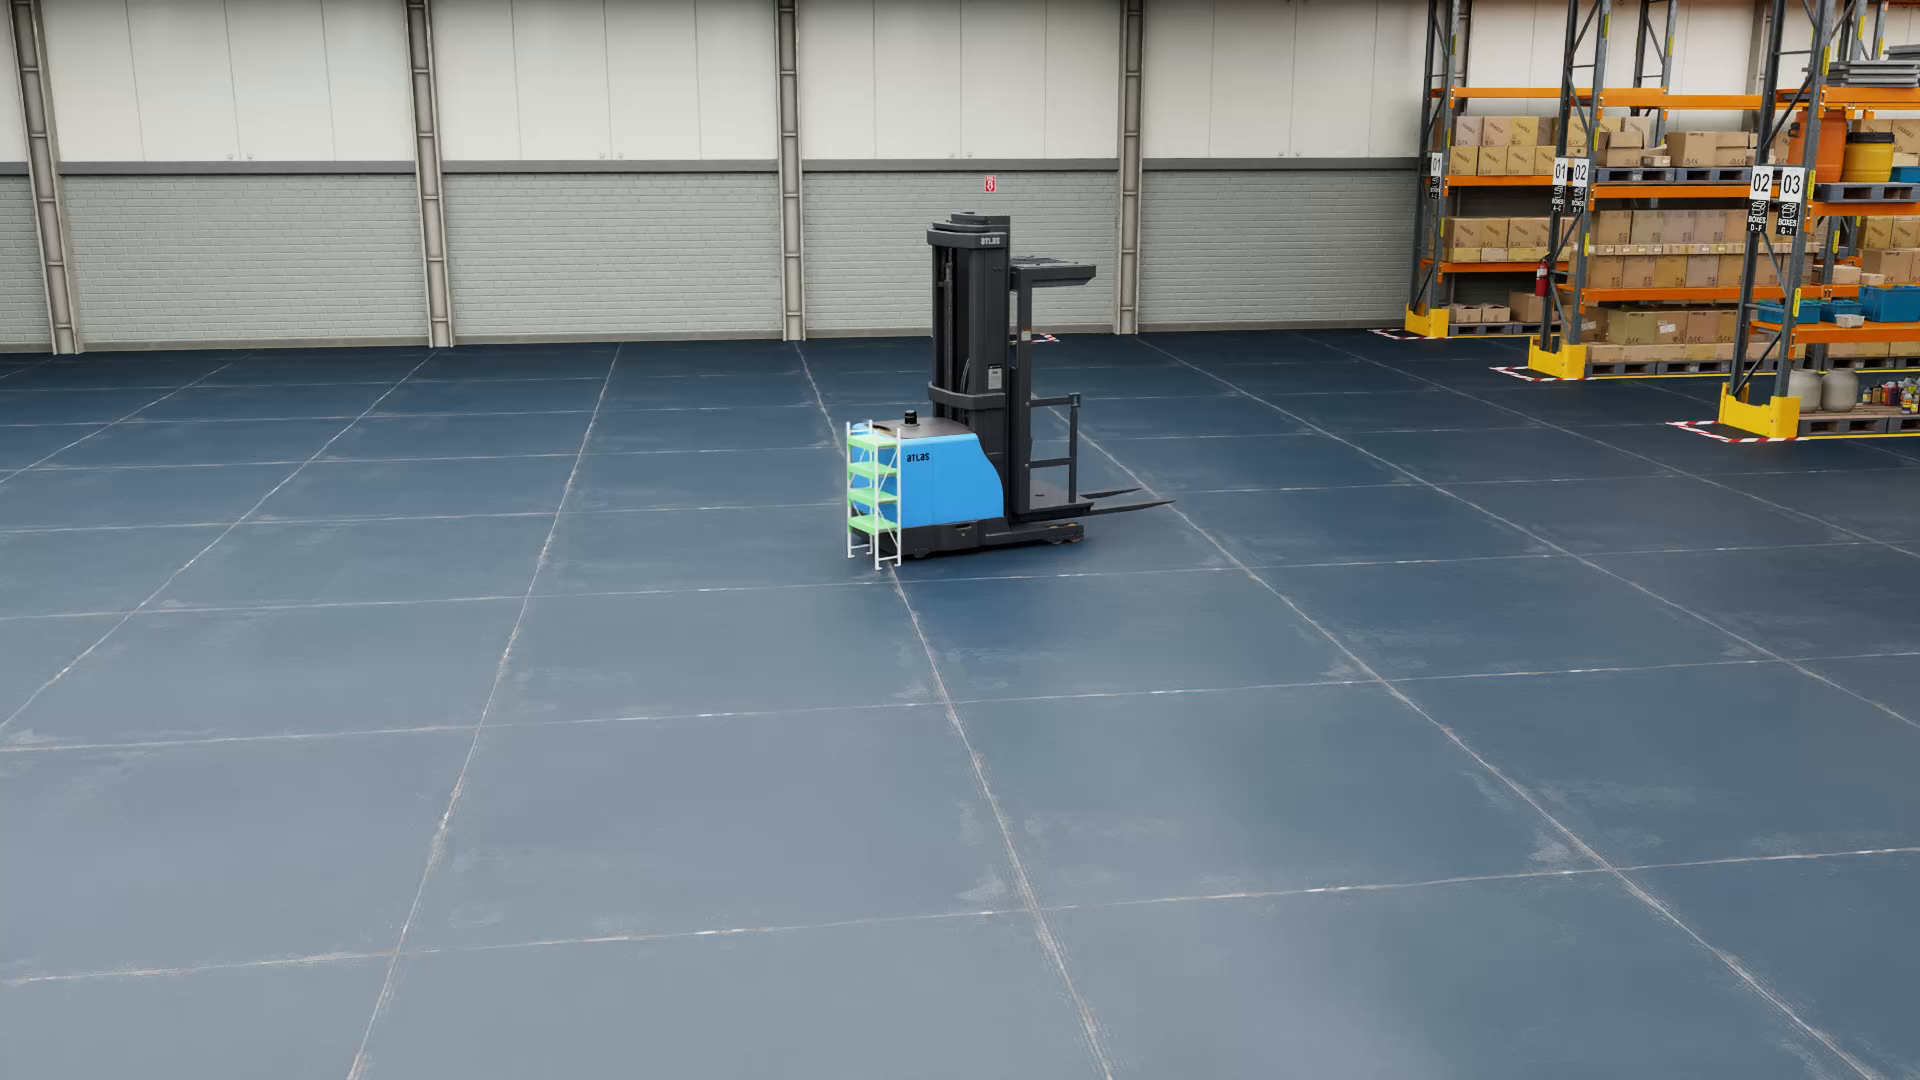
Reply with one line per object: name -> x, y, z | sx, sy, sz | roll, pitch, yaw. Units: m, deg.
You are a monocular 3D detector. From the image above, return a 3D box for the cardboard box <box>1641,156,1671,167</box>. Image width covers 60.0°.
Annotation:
cardboard box -> 10.306, -5.613, 24.637 | 0.250, 0.149, 0.380 | -2, 14, -8

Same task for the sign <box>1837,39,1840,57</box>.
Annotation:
sign -> 16.199, -9.063, 30.615 | 0.005, 0.325, 0.100 | -2, 14, -8

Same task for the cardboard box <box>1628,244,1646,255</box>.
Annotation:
cardboard box -> 10.044, -4.353, 24.873 | 0.250, 0.149, 0.380 | -2, 14, -8

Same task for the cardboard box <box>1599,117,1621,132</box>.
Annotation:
cardboard box -> 11.332, -7.237, 29.444 | 0.500, 0.500, 0.500 | -1, 14, -5

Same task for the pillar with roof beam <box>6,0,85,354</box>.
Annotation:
pillar with roof beam -> -14.153, -6.438, 22.393 | 0.400, 9.000, 9.100 | -2, 14, -8

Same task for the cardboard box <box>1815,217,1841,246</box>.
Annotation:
cardboard box -> 15.822, -5.732, 30.802 | 0.500, 0.500, 0.700 | -4, 15, -15

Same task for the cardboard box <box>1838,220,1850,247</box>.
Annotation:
cardboard box -> 16.713, -5.773, 31.216 | 0.500, 0.500, 0.500 | -2, 14, -8

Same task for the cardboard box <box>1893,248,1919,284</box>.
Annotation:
cardboard box -> 14.850, -4.263, 25.848 | 0.500, 0.500, 0.500 | -2, 14, -8

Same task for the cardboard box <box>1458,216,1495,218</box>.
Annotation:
cardboard box -> 9.308, -5.585, 30.049 | 0.500, 0.500, 0.500 | -2, 14, -8

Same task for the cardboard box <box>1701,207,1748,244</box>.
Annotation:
cardboard box -> 11.639, -4.777, 25.231 | 0.500, 0.500, 0.700 | -2, 14, -8

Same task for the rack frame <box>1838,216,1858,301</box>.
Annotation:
rack frame -> 16.285, -5.490, 30.945 | 0.127, 3.000, 1.000 | -2, 14, -8

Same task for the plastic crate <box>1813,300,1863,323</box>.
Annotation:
plastic crate -> 10.944, -2.857, 20.753 | 0.408, 0.251, 0.499 | -2, 14, -8

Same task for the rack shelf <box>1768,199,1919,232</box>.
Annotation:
rack shelf -> 11.828, -3.995, 20.299 | 4.000, 0.370, 1.077 | -2, 14, -8

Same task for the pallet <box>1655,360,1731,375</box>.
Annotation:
pallet -> 11.070, -2.737, 25.702 | 1.213, 0.211, 1.003 | -2, 14, -8

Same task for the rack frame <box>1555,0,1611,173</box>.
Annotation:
rack frame -> 9.116, -6.918, 24.309 | 0.127, 3.000, 1.000 | -2, 14, -8

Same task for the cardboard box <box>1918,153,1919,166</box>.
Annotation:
cardboard box -> 14.971, -5.794, 25.437 | 0.500, 0.250, 0.500 | -3, 14, -13

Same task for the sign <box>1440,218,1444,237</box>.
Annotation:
sign -> 8.456, -5.489, 29.164 | 0.005, 0.325, 0.100 | -2, 14, -8

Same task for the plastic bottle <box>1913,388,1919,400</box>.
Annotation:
plastic bottle -> 12.216, -1.832, 21.208 | 0.097, 0.201, 0.097 | 0, 14, 0

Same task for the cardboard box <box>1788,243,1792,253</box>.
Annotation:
cardboard box -> 12.590, -4.447, 25.247 | 0.250, 0.149, 0.380 | -2, 14, -9

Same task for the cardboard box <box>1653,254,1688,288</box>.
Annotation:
cardboard box -> 10.590, -4.108, 25.228 | 0.500, 0.500, 0.700 | -2, 14, -8

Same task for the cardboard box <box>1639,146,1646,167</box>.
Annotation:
cardboard box -> 11.865, -6.780, 29.678 | 0.500, 0.500, 0.500 | -2, 14, -7

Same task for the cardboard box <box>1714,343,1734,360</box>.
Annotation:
cardboard box -> 11.658, -2.917, 25.474 | 0.500, 0.250, 0.500 | -2, 14, -8

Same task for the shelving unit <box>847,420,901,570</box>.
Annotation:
shelving unit -> -0.744, -0.395, 14.327 | 0.258, 1.200, 0.503 | -8, 16, -31

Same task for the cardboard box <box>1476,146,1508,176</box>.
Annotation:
cardboard box -> 9.279, -6.676, 29.262 | 0.500, 0.500, 0.500 | -1, 14, -5

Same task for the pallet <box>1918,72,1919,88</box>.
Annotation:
pallet -> 11.786, -5.504, 19.882 | 1.213, 0.211, 1.003 | -2, 14, -8

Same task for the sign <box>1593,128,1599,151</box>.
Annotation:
sign -> 9.193, -5.792, 24.025 | 0.005, 0.325, 0.100 | -2, 14, -8

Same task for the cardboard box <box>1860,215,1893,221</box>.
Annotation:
cardboard box -> 16.801, -6.011, 30.626 | 0.500, 0.250, 0.500 | -2, 14, -7

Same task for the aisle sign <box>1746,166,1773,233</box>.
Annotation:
aisle sign -> 9.735, -4.147, 20.246 | 0.004, 0.787, 0.394 | -2, 14, -8

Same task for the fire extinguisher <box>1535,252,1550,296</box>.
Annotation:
fire extinguisher -> 8.930, -4.078, 25.477 | 0.183, 0.674, 0.296 | -2, 14, -8

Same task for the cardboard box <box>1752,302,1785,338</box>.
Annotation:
cardboard box -> 12.566, -3.446, 26.042 | 0.500, 0.500, 0.500 | -2, 14, -8

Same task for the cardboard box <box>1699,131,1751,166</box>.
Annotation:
cardboard box -> 11.424, -5.901, 25.054 | 0.637, 0.503, 0.797 | -1, 14, -2

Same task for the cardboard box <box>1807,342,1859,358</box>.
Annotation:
cardboard box -> 13.507, -2.978, 25.721 | 0.500, 0.250, 0.500 | -2, 14, -10

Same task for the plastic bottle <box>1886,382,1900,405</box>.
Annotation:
plastic bottle -> 11.871, -1.862, 21.158 | 0.133, 0.283, 0.061 | -2, 14, -8

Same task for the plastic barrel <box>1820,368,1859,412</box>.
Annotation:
plastic barrel -> 10.986, -1.874, 20.780 | 0.421, 0.512, 0.421 | 0, 14, 0

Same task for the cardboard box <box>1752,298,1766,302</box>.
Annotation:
cardboard box -> 14.567, -4.437, 30.980 | 0.500, 0.500, 0.700 | -2, 14, -9

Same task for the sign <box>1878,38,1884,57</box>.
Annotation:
sign -> 16.376, -8.761, 29.573 | 0.005, 0.325, 0.100 | -2, 14, -8

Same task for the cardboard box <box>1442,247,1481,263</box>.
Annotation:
cardboard box -> 8.904, -5.078, 29.571 | 0.500, 0.250, 0.500 | -3, 14, -10

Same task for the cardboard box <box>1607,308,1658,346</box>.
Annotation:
cardboard box -> 10.174, -3.227, 25.169 | 0.500, 0.500, 0.500 | -2, 14, -8

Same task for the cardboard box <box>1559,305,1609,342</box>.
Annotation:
cardboard box -> 9.602, -3.333, 25.594 | 0.500, 0.500, 0.500 | -2, 14, -8

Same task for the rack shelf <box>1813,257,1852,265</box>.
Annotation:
rack shelf -> 14.308, -5.068, 30.744 | 4.000, 0.370, 1.077 | -2, 14, -8

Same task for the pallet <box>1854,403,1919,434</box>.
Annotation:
pallet -> 11.927, -1.550, 20.968 | 1.213, 0.211, 1.003 | -2, 14, -8

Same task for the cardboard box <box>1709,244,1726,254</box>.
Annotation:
cardboard box -> 11.317, -4.399, 25.058 | 0.250, 0.149, 0.380 | -2, 14, -6

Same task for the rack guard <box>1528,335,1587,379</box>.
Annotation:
rack guard -> 9.093, -2.795, 25.339 | 0.348, 0.500, 1.175 | -2, 14, -8

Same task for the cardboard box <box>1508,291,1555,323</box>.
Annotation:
cardboard box -> 10.369, -4.239, 30.194 | 0.500, 0.500, 0.700 | -3, 14, -12

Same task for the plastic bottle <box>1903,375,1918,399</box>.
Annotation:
plastic bottle -> 12.155, -1.932, 21.300 | 0.185, 0.351, 0.144 | -2, 14, -6

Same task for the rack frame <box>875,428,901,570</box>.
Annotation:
rack frame -> -0.614, -0.345, 14.127 | 0.240, 1.200, 0.015 | -8, 16, -31

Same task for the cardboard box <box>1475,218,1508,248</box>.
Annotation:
cardboard box -> 9.382, -5.461, 29.557 | 0.500, 0.500, 0.500 | -2, 14, -8

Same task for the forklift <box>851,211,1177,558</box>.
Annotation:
forklift -> 0.561, -1.490, 15.138 | 3.031, 2.935, 1.130 | -7, 16, -26

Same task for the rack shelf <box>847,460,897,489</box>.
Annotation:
rack shelf -> -0.743, -0.566, 14.285 | 0.258, 0.148, 0.480 | -8, 16, -31

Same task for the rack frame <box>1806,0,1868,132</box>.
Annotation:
rack frame -> 13.072, -7.063, 24.887 | 0.127, 3.000, 1.000 | -2, 14, -8

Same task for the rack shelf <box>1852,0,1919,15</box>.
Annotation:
rack shelf -> 18.263, -9.735, 30.188 | 4.000, 0.370, 1.077 | -2, 14, -8

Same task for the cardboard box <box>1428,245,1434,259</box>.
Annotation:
cardboard box -> 8.808, -5.200, 30.059 | 0.500, 0.250, 0.500 | -2, 14, -7
